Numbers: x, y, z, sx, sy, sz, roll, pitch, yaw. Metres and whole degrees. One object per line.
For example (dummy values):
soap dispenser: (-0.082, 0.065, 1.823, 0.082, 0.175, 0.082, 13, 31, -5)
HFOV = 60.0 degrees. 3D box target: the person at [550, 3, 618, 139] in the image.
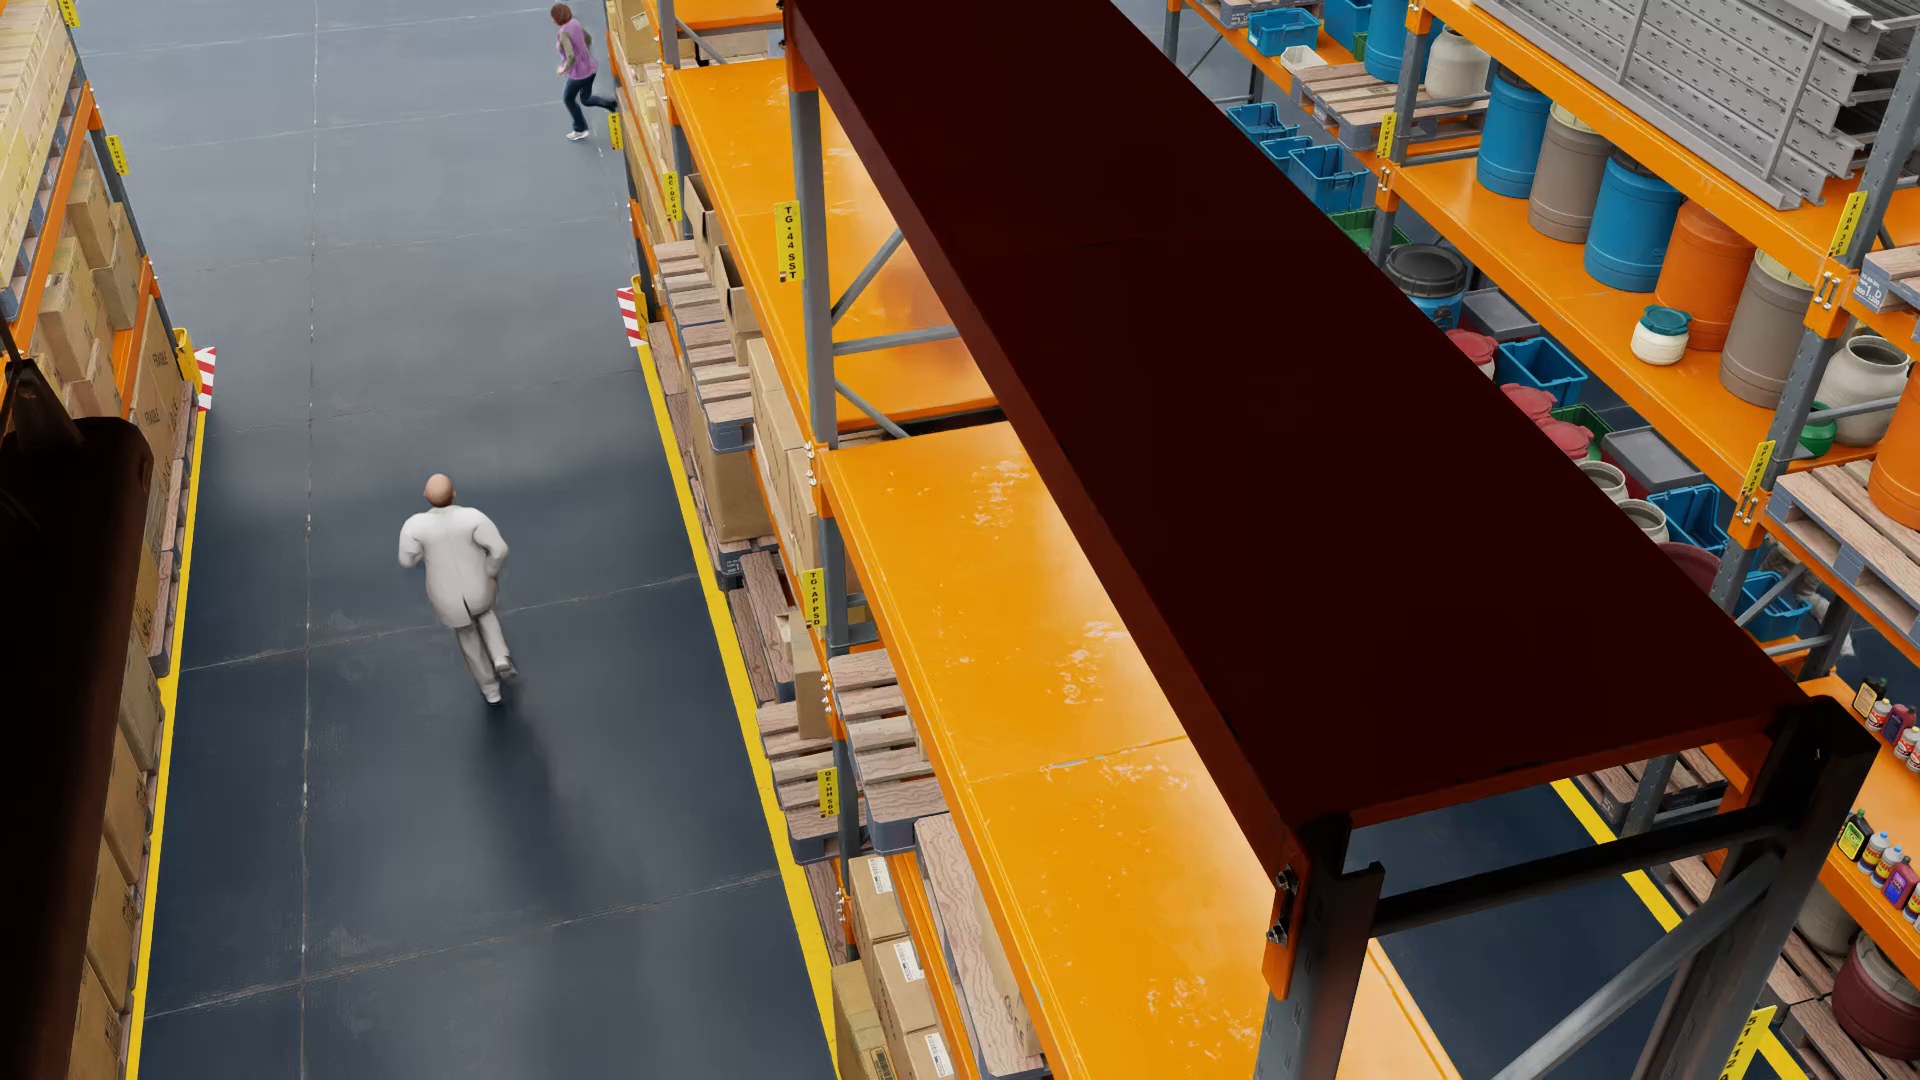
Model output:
person: (-4.024, -5.005, 17.927, 0.767, 1.576, 0.551, 10, 40, 13)

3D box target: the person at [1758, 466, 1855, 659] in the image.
person: (5.778, 0.105, 11.278, 0.691, 1.782, 0.930, -13, 40, -15)

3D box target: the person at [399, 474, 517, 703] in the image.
person: (-3.328, 0.297, 11.105, 0.686, 1.663, 0.665, -13, 40, -16)
